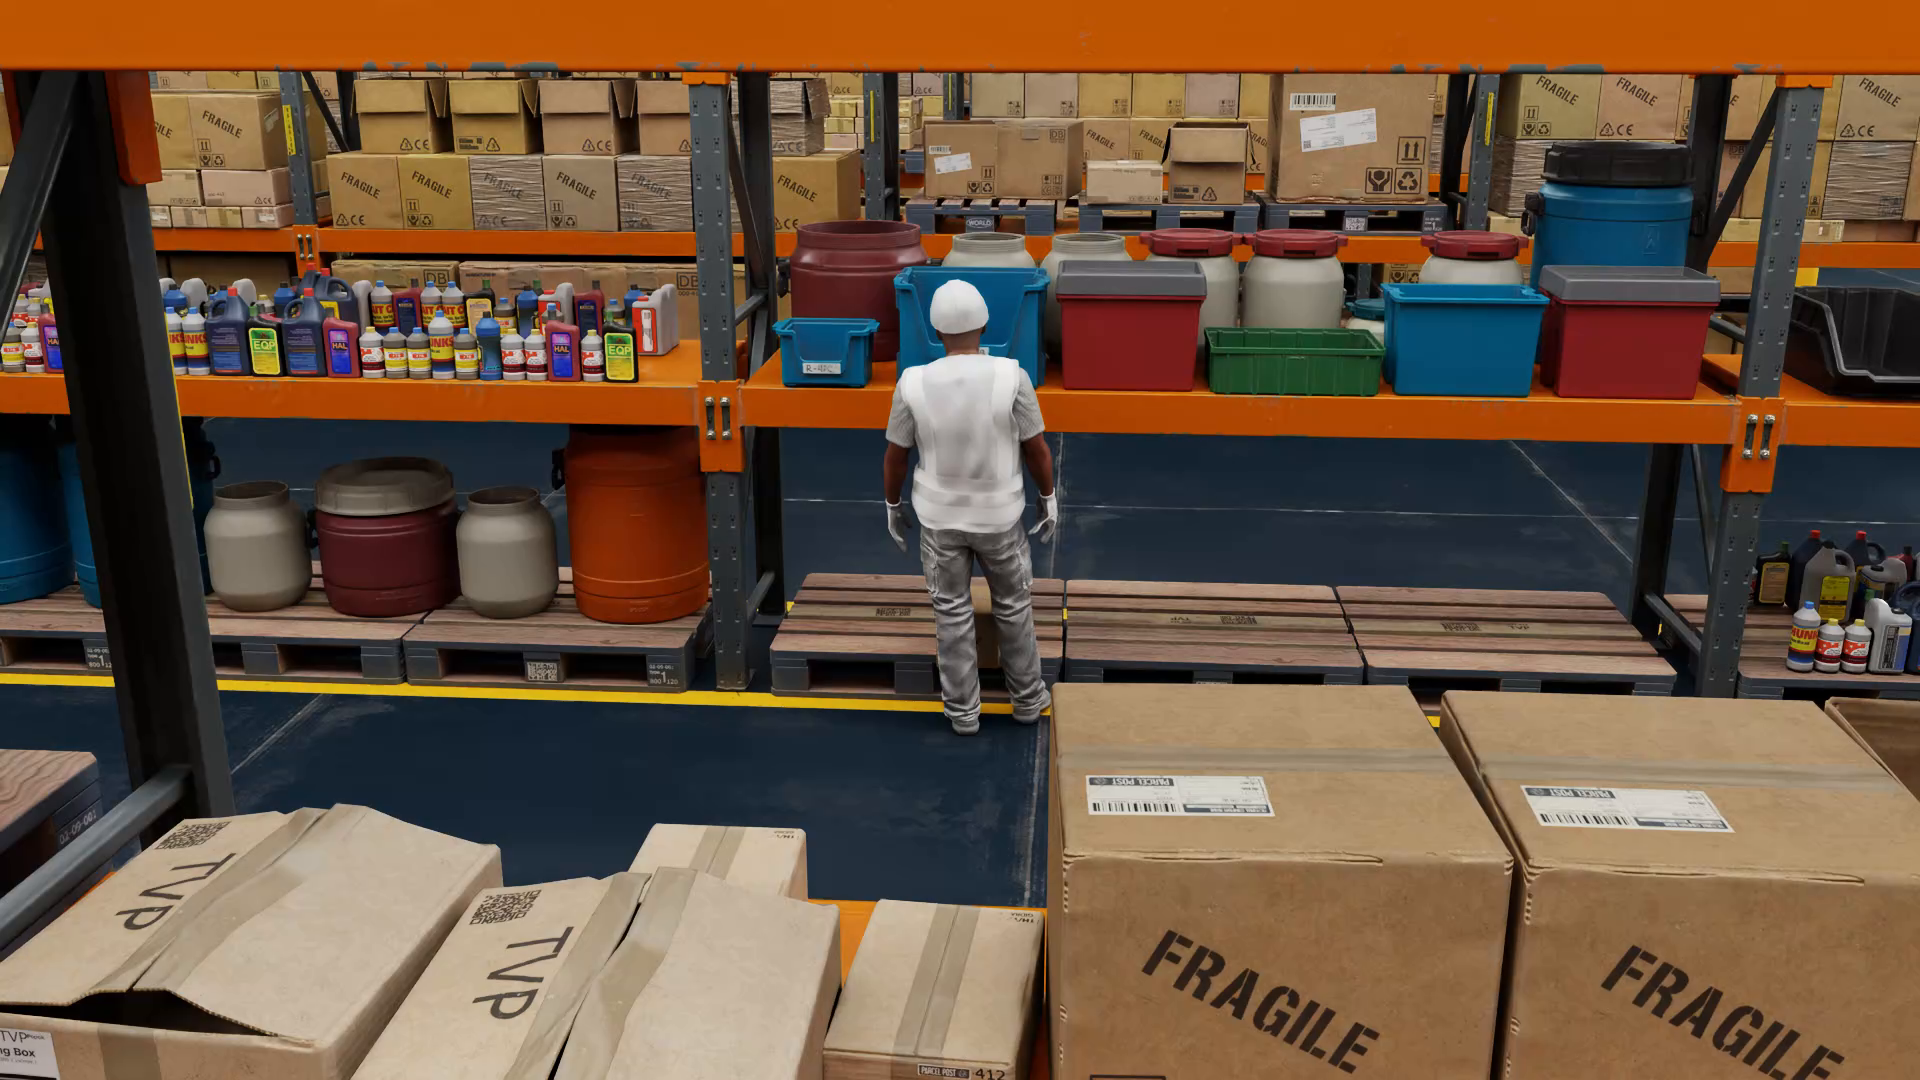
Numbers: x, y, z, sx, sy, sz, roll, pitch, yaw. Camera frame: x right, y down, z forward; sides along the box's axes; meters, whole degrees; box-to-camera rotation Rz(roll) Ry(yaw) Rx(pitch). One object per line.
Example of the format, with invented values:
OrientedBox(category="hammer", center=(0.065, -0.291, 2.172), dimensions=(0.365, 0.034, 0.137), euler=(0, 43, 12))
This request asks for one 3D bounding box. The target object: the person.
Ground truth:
OrientedBox(category="person", center=(0.047, -0.124, 6.381), dimensions=(0.657, 1.784, 0.576), euler=(1, 17, 4))
